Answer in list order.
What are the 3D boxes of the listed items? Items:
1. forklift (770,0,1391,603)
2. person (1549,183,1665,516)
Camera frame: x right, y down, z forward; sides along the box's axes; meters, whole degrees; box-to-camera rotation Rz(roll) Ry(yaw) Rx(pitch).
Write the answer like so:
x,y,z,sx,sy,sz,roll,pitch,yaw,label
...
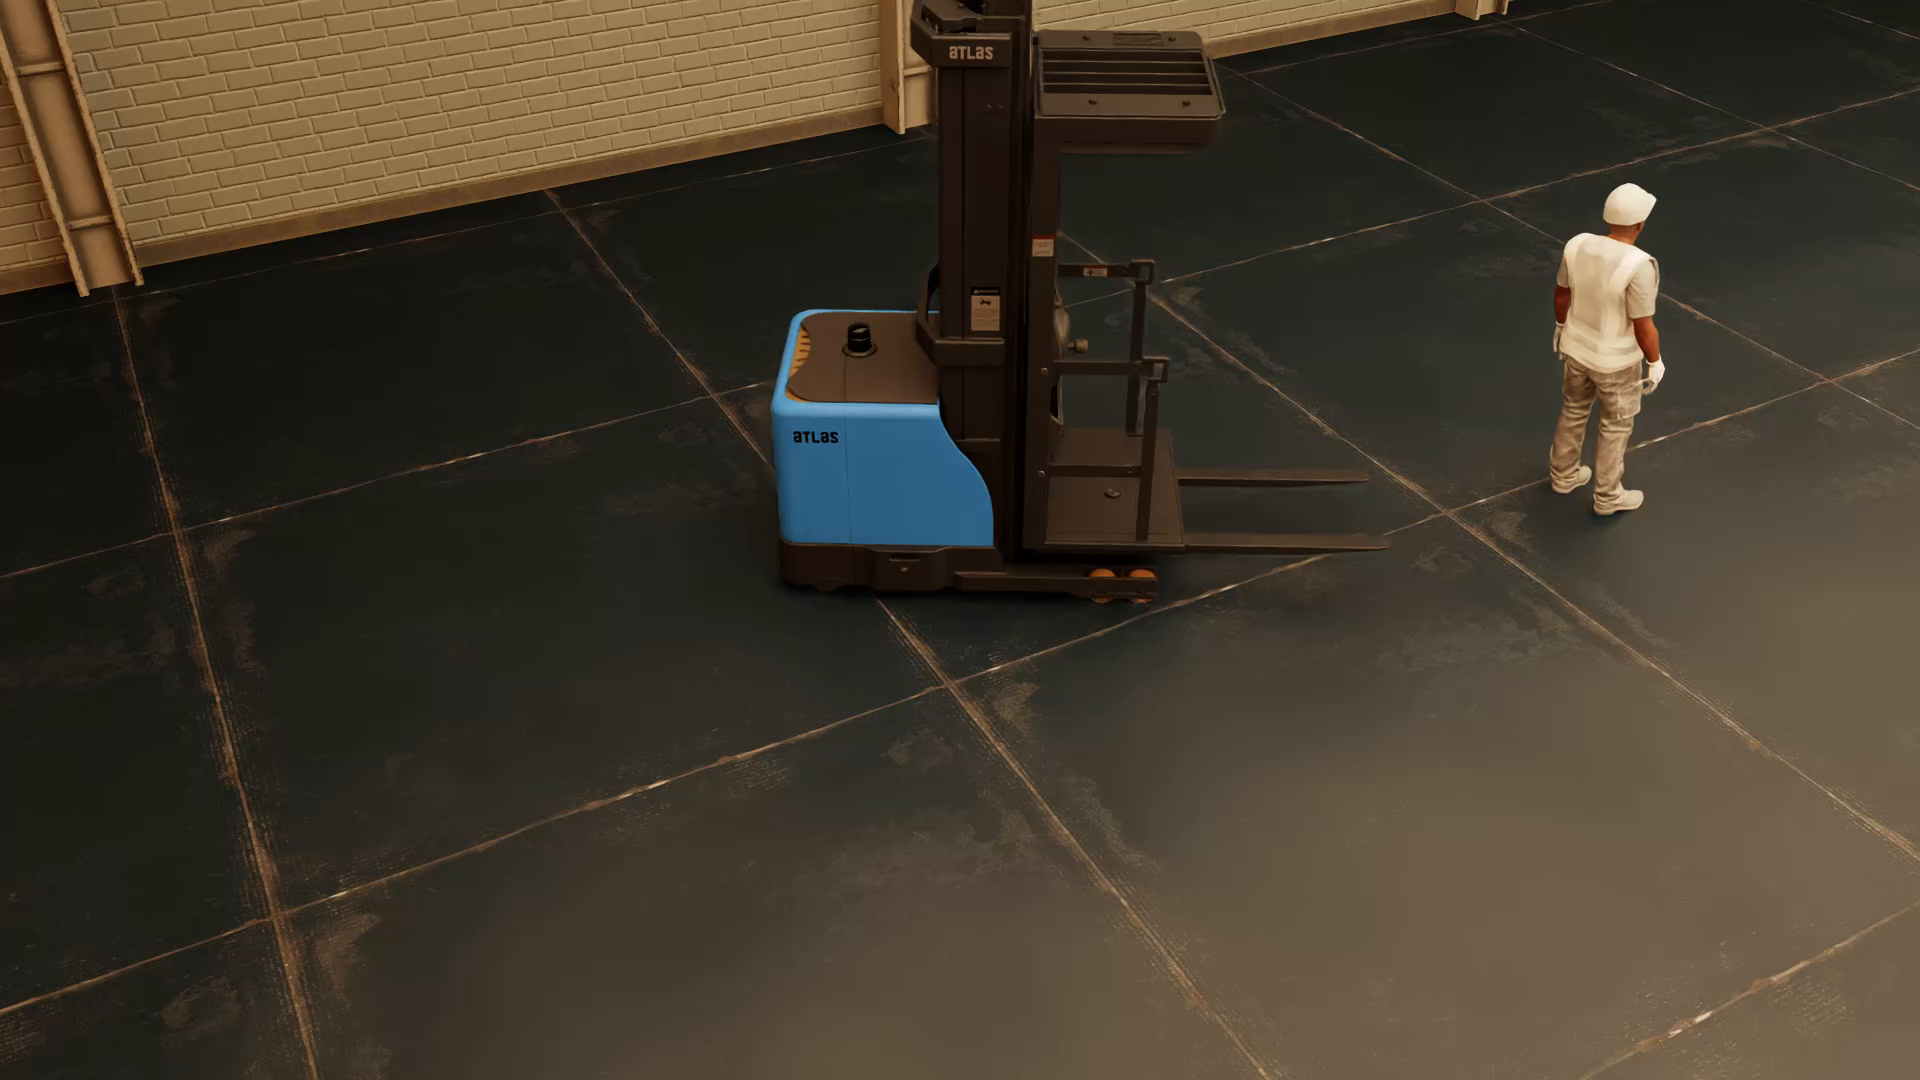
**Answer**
x,y,z,sx,sy,sz,roll,pitch,yaw,label
0.628,-1.198,7.817,3.031,2.935,1.130,1,35,1,forklift
3.332,-0.980,8.504,0.526,1.792,0.651,-18,39,-24,person
